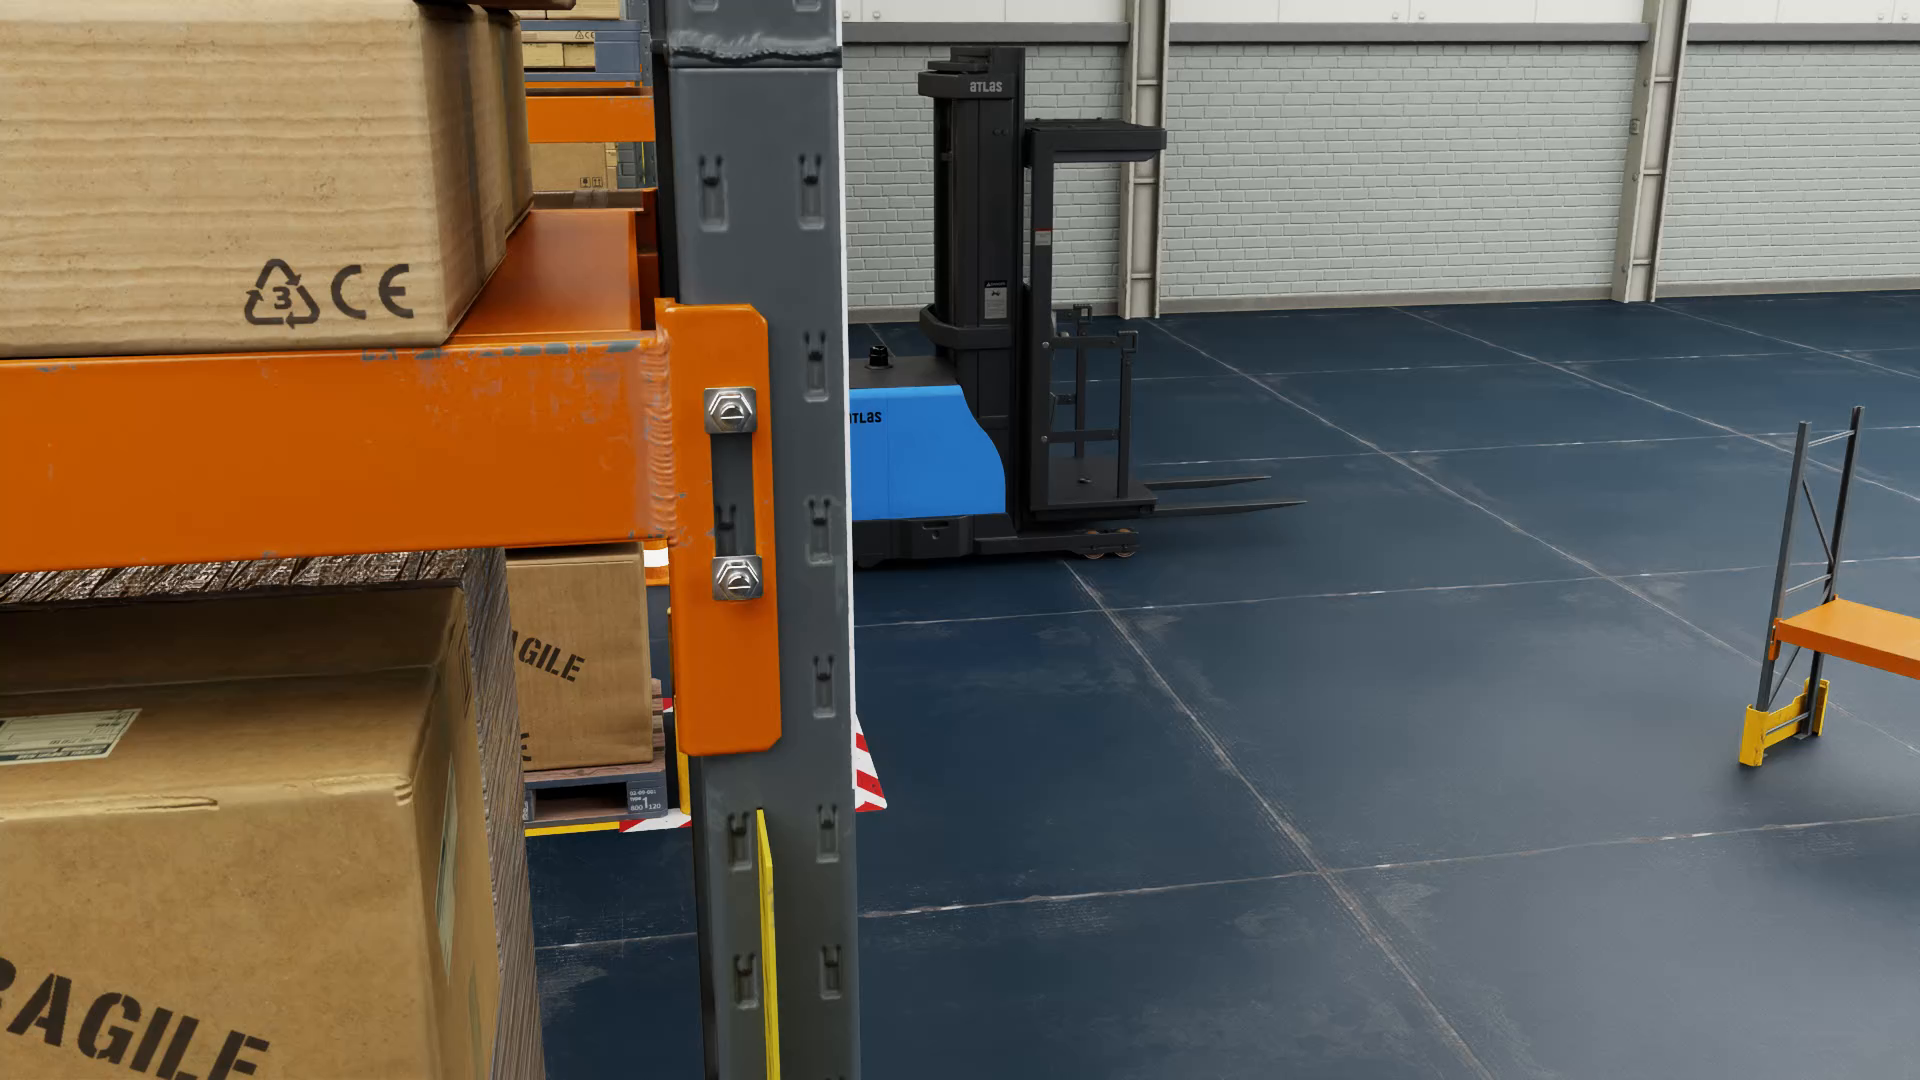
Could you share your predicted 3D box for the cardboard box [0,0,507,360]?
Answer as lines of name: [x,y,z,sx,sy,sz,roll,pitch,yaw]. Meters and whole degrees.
cardboard box: [-0.670,-0.323,1.400,0.500,0.250,0.500,-3,17,-9]

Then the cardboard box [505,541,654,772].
cardboard box: [-1.740,0.376,6.883,0.875,0.875,0.875,-3,17,-10]

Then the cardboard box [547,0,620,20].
cardboard box: [-1.349,-1.942,5.960,0.250,0.149,0.380,-3,17,-11]

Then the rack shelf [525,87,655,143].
rack shelf: [-3.051,-1.475,6.120,4.000,0.370,1.077,-3,17,-10]

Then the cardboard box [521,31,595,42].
cardboard box: [-2.577,-3.316,10.638,0.500,0.250,0.500,-3,17,-11]

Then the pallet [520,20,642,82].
pallet: [-1.813,-1.843,6.246,1.213,0.211,1.003,-3,17,-10]

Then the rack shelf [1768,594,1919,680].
rack shelf: [3.929,0.487,6.784,0.538,0.185,1.000,-13,21,-36]

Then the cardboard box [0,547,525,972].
cardboard box: [-0.837,0.224,2.095,0.500,0.500,0.500,-3,17,-10]

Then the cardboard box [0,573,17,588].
cardboard box: [-1.329,0.249,2.011,0.500,0.500,0.500,-3,17,-10]

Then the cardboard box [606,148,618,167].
cardboard box: [-3.358,-3.606,15.668,0.250,0.149,0.380,-3,17,-10]

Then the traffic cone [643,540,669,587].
traffic cone: [-1.758,-0.008,9.549,0.334,0.463,0.336,-3,17,-10]

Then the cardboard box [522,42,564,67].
cardboard box: [-2.661,-3.107,10.639,0.250,0.149,0.380,-3,17,-10]

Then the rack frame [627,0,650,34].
rack frame: [-2.125,-4.785,10.565,0.127,3.000,1.000,-3,17,-10]

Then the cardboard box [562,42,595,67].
cardboard box: [-2.423,-3.131,10.715,0.250,0.149,0.380,-3,17,-10]

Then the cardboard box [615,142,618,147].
cardboard box: [-3.441,-3.891,16.090,0.250,0.149,0.380,-4,17,-12]

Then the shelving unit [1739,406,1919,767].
shelving unit: [3.924,0.313,6.738,0.587,1.500,1.083,-13,21,-36]

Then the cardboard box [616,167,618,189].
cardboard box: [-3.610,-3.448,16.260,0.500,0.500,0.500,-3,17,-9]

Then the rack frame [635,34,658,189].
rack frame: [-2.125,-1.917,11.445,0.127,3.000,1.000,-3,17,-10]

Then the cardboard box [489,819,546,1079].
cardboard box: [-0.791,0.772,2.012,0.500,0.500,0.875,-3,17,-10]

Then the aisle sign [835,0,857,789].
aisle sign: [-0.128,-0.220,1.492,0.004,0.787,0.394,-3,17,-10]

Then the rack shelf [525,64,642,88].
rack shelf: [-4.089,-2.896,10.748,4.000,0.370,1.077,-3,17,-10]

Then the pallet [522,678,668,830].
pallet: [-1.857,0.904,7.009,1.213,0.211,1.003,-3,17,-10]

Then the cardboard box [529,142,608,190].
cardboard box: [-2.585,-2.494,10.943,0.500,0.500,0.700,-4,17,-12]

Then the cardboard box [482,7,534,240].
cardboard box: [-0.767,-0.470,1.881,0.500,0.250,0.500,-3,17,-9]

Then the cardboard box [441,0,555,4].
cardboard box: [-0.459,-0.508,1.324,0.250,0.149,0.380,-3,17,-10]

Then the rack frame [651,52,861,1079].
rack frame: [-0.245,0.939,2.144,0.127,3.000,1.000,-3,17,-10]

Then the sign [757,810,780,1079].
sign: [-0.160,0.396,1.403,0.005,0.325,0.100,-3,17,-10]

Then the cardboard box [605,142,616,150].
cardboard box: [-3.382,-3.767,15.687,0.250,0.149,0.380,-3,17,-10]

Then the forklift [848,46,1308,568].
forklift: [0.612,-1.436,9.996,3.031,2.935,1.130,-3,17,-11]

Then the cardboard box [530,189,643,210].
cardboard box: [-1.459,-1.074,6.606,0.550,0.550,0.875,-3,17,-10]

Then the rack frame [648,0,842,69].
rack frame: [-0.245,-1.928,1.263,0.127,3.000,1.000,-3,17,-10]

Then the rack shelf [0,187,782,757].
rack shelf: [-2.209,-0.039,1.447,4.000,0.370,1.077,-3,17,-10]

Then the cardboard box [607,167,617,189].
cardboard box: [-3.504,-3.293,15.753,0.500,0.500,0.500,-4,17,-12]

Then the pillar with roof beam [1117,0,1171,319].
pillar with roof beam: [2.783,-5.530,12.990,0.400,9.000,9.100,-3,17,-10]

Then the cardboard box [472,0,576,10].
cardboard box: [-0.560,-0.665,1.834,0.250,0.149,0.380,-3,17,-11]

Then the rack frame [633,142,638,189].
rack frame: [-3.071,-3.348,16.104,0.127,3.000,1.000,-3,17,-10]

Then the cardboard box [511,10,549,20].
cardboard box: [-1.597,-1.928,5.915,0.250,0.149,0.380,-3,17,-10]

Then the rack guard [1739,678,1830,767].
rack guard: [3.621,0.795,7.299,0.587,0.250,0.087,-13,21,-36]

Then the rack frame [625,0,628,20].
rack frame: [-3.071,-6.216,15.223,0.127,3.000,1.000,-3,17,-10]

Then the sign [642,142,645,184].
sign: [-2.040,-2.461,10.704,0.005,0.325,0.100,-3,17,-10]

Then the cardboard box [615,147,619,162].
cardboard box: [-3.453,-3.762,16.176,0.250,0.149,0.380,-4,17,-12]

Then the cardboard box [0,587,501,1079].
cardboard box: [-0.738,0.373,1.607,0.500,0.500,0.500,-3,17,-10]

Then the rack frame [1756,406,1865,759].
rack frame: [3.620,0.197,7.117,0.500,1.500,0.032,-13,21,-36]

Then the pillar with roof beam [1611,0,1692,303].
pillar with roof beam: [8.674,-5.864,14.078,0.400,9.000,9.100,-3,17,-10]

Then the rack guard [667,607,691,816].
rack guard: [-1.063,0.698,7.189,0.348,0.500,1.175,-3,17,-10]

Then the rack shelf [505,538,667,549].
rack shelf: [-3.051,-0.041,6.561,4.000,0.370,1.077,-3,17,-10]
